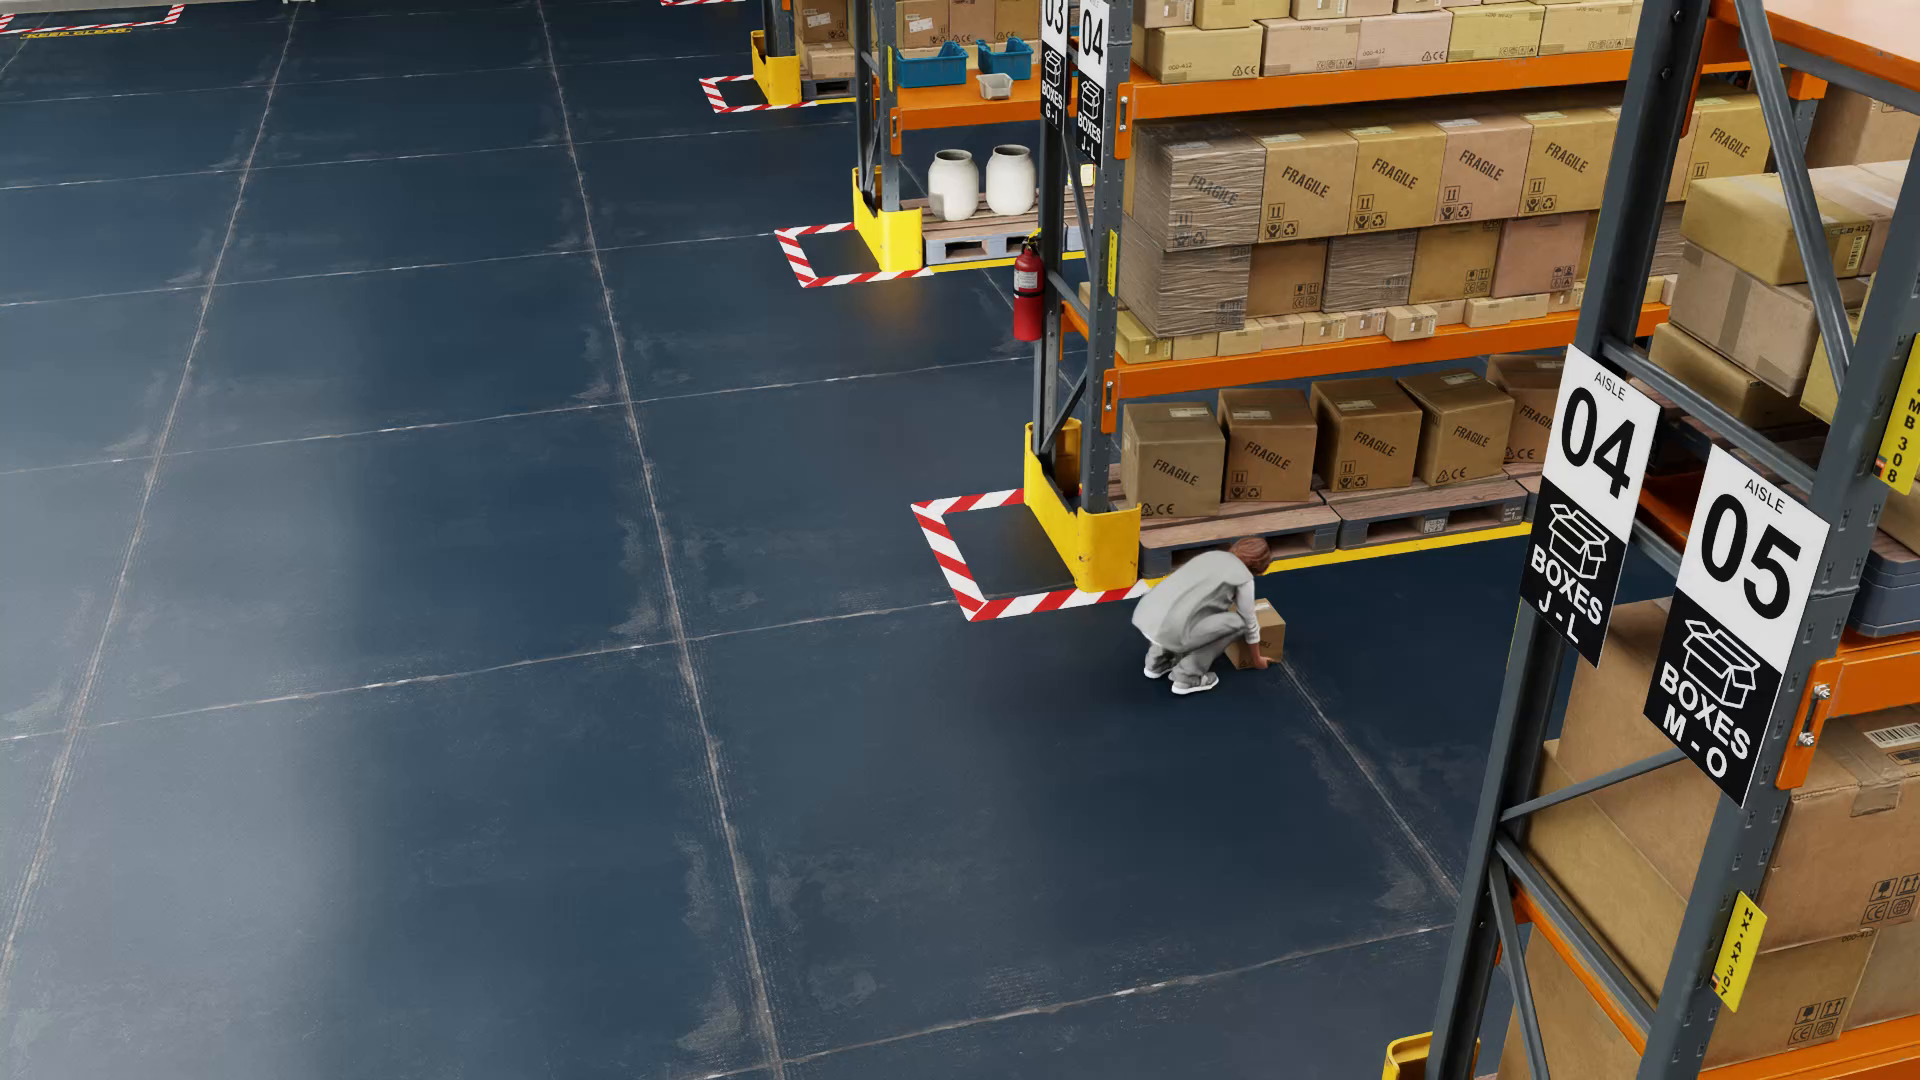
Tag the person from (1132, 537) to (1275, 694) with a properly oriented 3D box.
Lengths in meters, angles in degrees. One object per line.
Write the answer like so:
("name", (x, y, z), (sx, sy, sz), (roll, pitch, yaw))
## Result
("person", (1.253, 0.405, 8.493), (0.870, 0.736, 0.424), (-18, 35, -28))
